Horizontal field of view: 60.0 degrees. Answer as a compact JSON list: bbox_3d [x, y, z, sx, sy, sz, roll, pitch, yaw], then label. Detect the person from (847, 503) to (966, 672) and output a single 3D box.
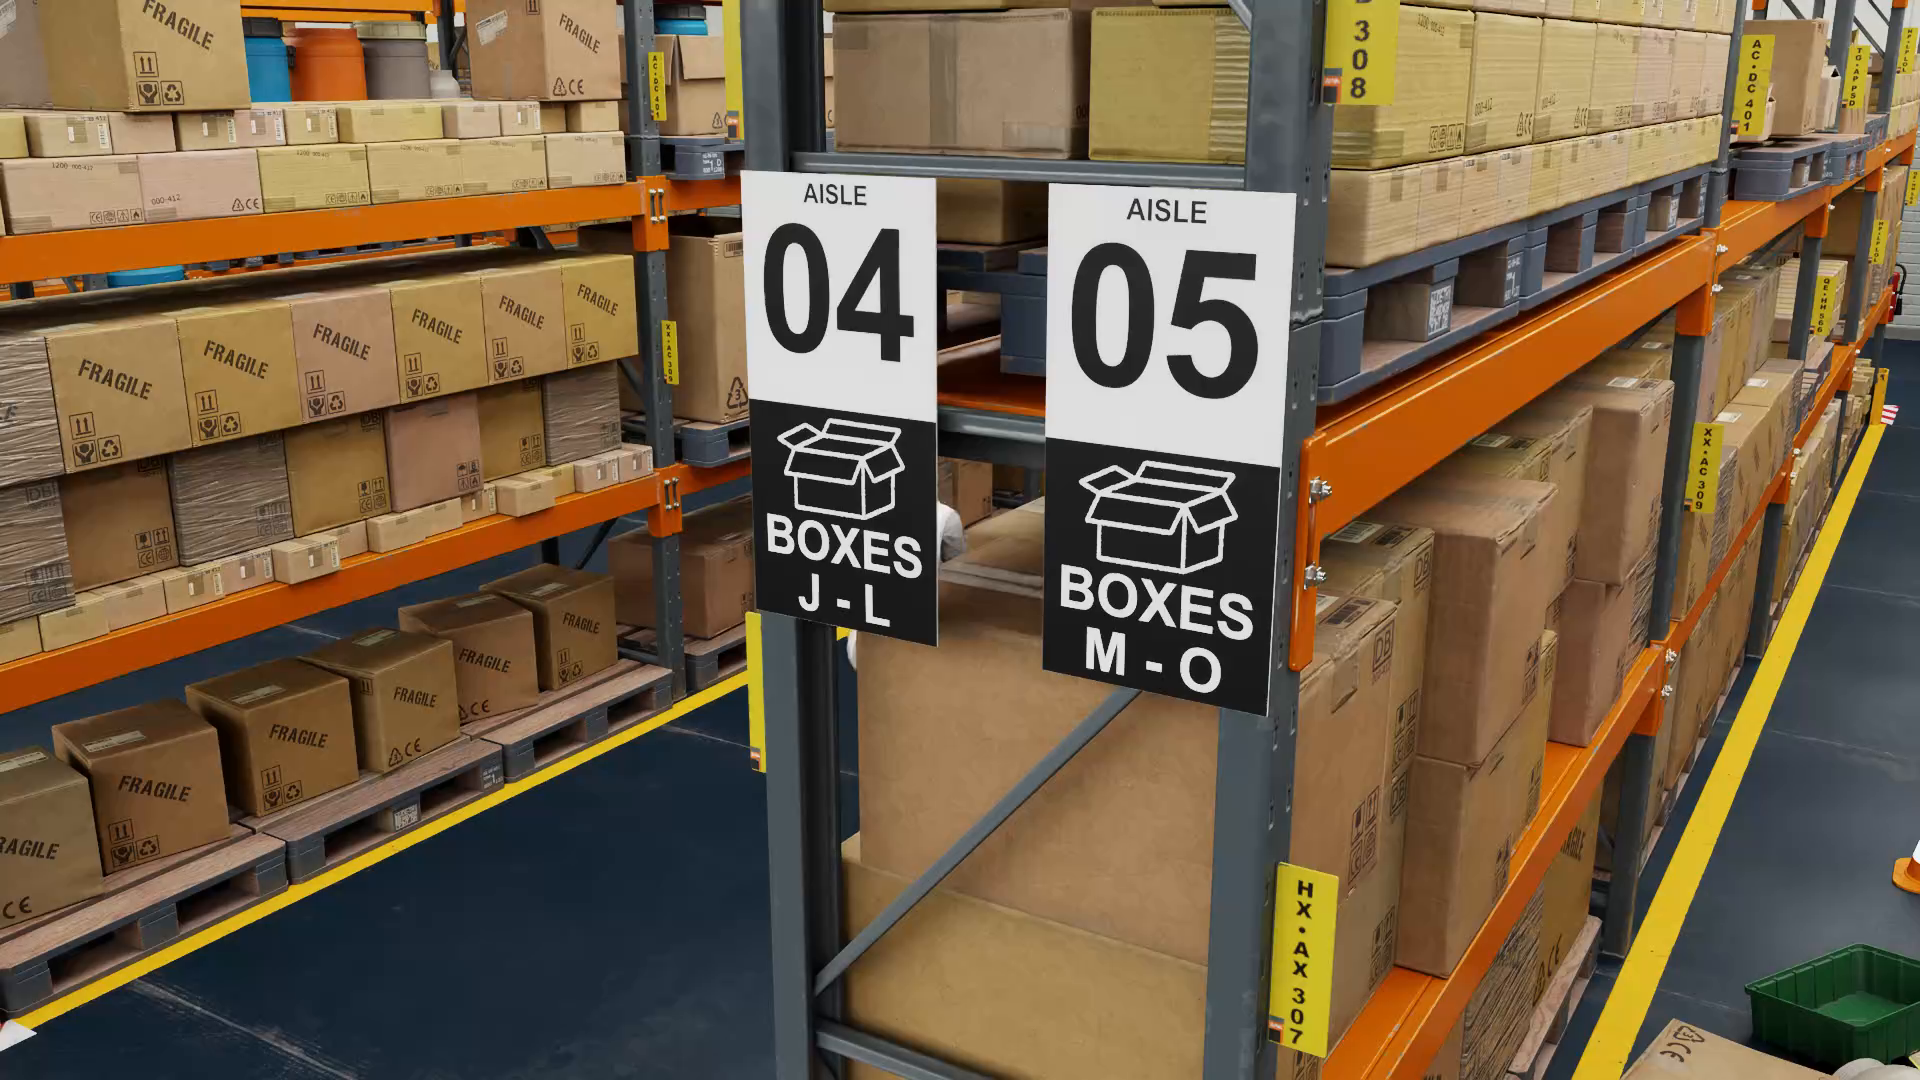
[{"bbox_3d":[-0.253,0.403,7.628,0.545,1.740,1.083,5,17,18],"label":"person"}]
